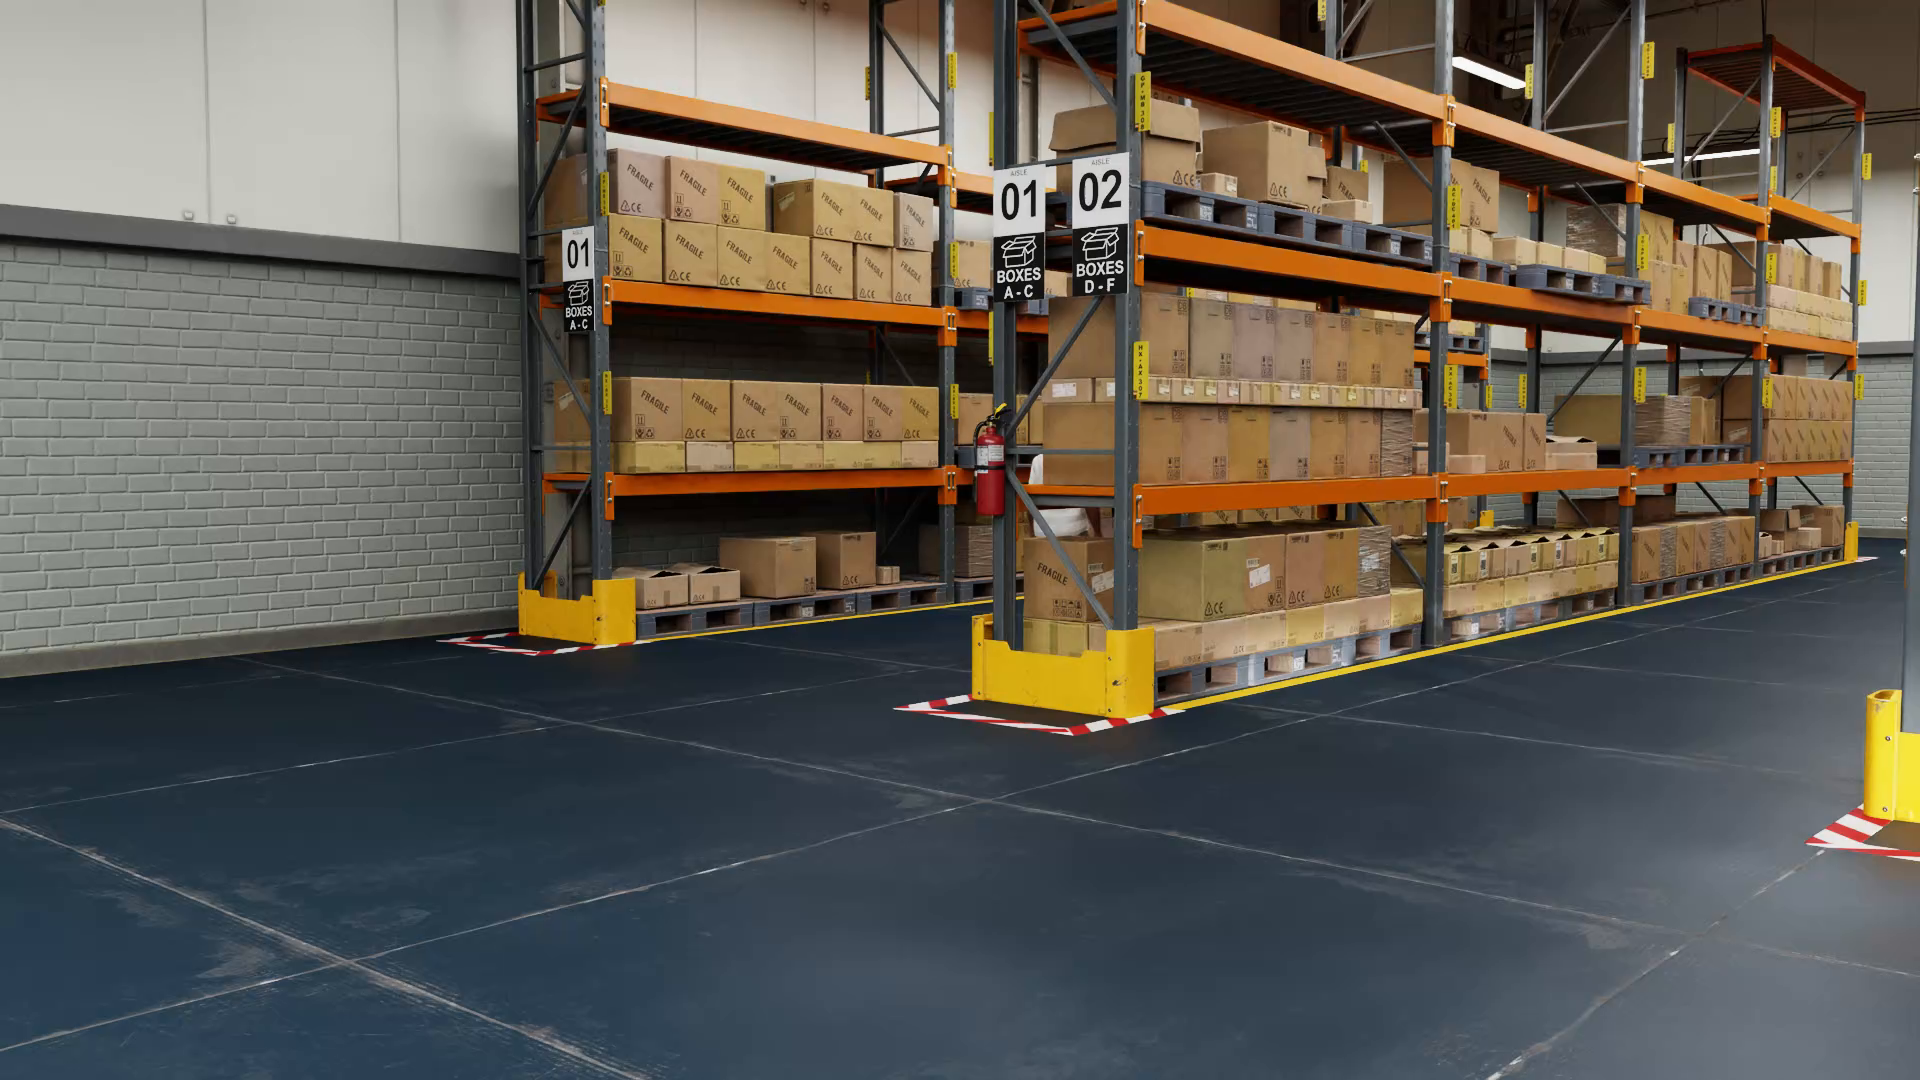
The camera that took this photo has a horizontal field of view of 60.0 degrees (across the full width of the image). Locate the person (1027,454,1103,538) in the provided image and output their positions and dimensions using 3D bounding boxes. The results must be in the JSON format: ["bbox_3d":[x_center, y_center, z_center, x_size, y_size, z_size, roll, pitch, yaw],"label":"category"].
[{"bbox_3d":[0.795,-0.054,12.486,0.632,1.759,0.462,3,4,37],"label":"person"}]
